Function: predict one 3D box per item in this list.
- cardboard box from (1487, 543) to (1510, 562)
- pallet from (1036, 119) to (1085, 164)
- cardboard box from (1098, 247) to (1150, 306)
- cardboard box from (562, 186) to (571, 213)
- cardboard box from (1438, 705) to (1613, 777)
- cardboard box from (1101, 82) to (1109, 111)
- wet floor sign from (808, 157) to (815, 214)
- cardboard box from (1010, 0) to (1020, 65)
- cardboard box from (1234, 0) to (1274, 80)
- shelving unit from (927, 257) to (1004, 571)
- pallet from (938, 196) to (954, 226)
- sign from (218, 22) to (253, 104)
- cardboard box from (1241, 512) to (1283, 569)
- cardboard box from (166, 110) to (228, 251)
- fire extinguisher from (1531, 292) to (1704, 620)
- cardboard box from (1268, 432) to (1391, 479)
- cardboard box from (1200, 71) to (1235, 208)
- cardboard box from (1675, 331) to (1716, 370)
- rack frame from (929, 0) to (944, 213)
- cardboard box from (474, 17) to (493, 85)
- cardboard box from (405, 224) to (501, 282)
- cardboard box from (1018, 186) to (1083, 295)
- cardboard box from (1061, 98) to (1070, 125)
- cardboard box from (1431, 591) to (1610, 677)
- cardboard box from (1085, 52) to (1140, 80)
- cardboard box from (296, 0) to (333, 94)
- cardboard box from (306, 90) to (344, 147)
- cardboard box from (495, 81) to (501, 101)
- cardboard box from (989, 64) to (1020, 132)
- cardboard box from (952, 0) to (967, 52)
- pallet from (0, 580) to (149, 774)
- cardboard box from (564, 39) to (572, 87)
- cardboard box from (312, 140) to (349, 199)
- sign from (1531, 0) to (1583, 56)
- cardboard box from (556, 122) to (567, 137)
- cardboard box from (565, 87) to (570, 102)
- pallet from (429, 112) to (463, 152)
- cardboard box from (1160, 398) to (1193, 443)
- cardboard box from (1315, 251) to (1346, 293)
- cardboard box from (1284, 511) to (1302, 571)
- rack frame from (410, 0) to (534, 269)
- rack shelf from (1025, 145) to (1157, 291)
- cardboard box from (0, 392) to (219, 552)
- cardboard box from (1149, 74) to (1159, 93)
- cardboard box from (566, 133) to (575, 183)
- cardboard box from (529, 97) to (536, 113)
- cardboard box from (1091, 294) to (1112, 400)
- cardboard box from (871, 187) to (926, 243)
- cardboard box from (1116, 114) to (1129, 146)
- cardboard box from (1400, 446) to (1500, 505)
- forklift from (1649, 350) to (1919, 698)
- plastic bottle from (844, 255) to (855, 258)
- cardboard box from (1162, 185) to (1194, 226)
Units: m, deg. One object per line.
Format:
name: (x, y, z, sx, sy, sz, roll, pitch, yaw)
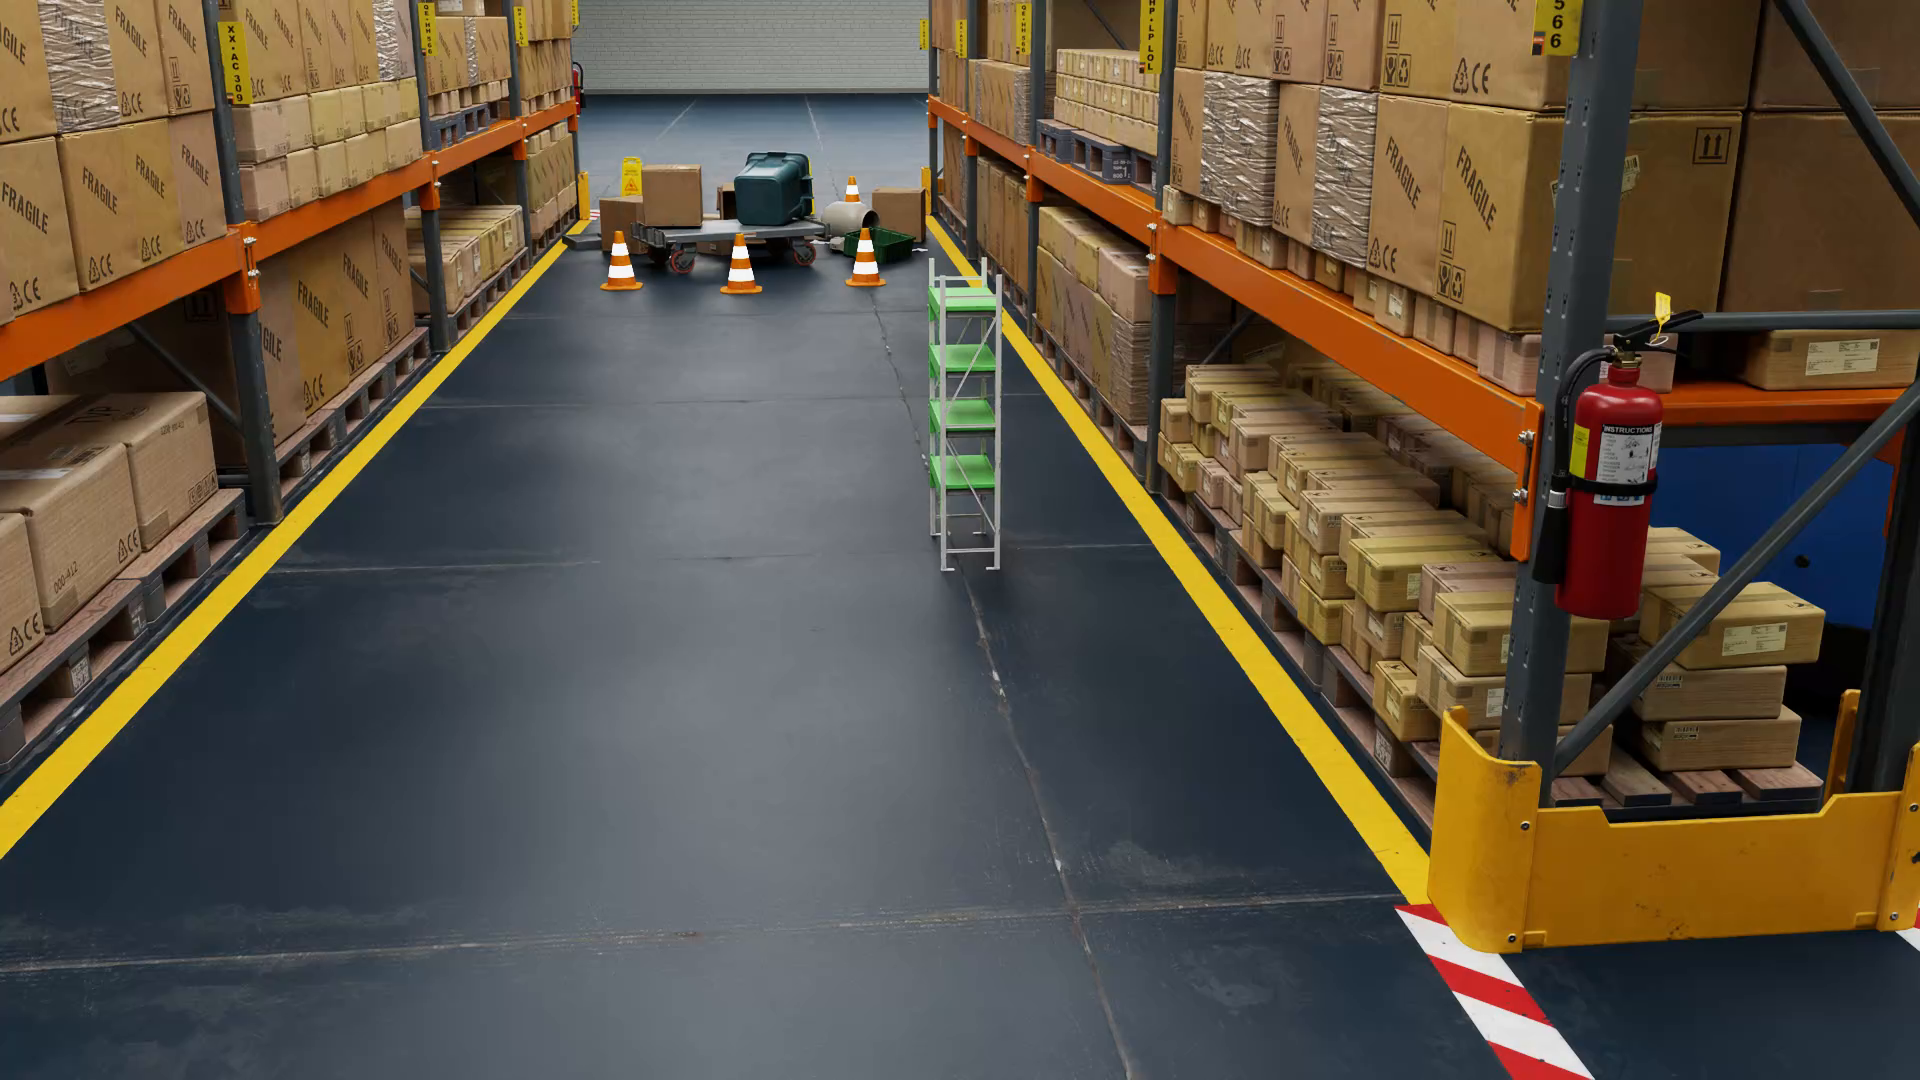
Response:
cardboard box: (1.876, 0.065, 5.524, 0.380, 0.149, 0.250, -3, 18, -8)
pallet: (1.155, -2.562, 10.652, 1.213, 0.211, 1.003, -2, 18, -6)
cardboard box: (1.020, -1.404, 8.863, 0.500, 0.250, 0.500, -1, 17, -3)
cardboard box: (-4.366, -3.565, 17.414, 0.500, 0.250, 0.500, -2, 18, -5)
cardboard box: (1.539, 0.530, 4.540, 0.380, 0.149, 0.250, -1, 17, -5)
cardboard box: (0.991, -2.471, 9.263, 0.380, 0.149, 0.250, -1, 17, -4)
wet floor sign: (-1.822, -4.071, 19.066, 0.267, 0.644, 0.232, -5, 18, -15)
cardboard box: (0.777, -3.978, 13.002, 0.700, 0.500, 0.500, -2, 18, -6)
cardboard box: (1.282, -1.891, 5.860, 0.500, 0.500, 0.500, -1, 17, -5)
shelving unit: (0.017, -0.523, 6.840, 0.258, 1.200, 0.503, -2, 18, -6)
pallet: (0.310, -3.680, 18.547, 1.003, 0.211, 1.213, -2, 18, -6)
sign: (-2.973, -1.957, 6.824, 0.100, 0.325, 0.005, -2, 18, -6)
cardboard box: (1.280, -0.008, 6.252, 0.380, 0.149, 0.250, -2, 18, -7)
cardboard box: (-3.223, -1.406, 6.480, 0.500, 0.500, 0.500, -2, 18, -5)
fire extinguisher: (1.367, -0.175, 3.480, 0.296, 0.674, 0.183, -2, 18, -6)
cardboard box: (1.367, -0.295, 6.173, 0.380, 0.149, 0.250, -3, 18, -8)
cardboard box: (1.246, -1.558, 6.469, 0.500, 0.500, 0.500, -2, 18, -6)
cardboard box: (2.026, -0.541, 4.312, 0.380, 0.149, 0.250, -1, 17, -4)
rack frame: (0.150, -5.246, 18.881, 1.000, 3.000, 0.127, -2, 18, -6)
cardboard box: (-3.975, -3.830, 13.003, 0.500, 0.500, 0.500, -1, 17, -4)
cardboard box: (-4.143, -2.241, 12.993, 0.950, 0.372, 0.625, -1, 17, -4)
cardboard box: (1.002, -2.174, 12.149, 1.050, 0.750, 0.750, -2, 18, -6)
cardboard box: (0.848, -2.724, 10.564, 0.380, 0.149, 0.250, -1, 17, -3)
cardboard box: (1.494, 0.247, 4.449, 0.380, 0.149, 0.250, -2, 17, -5)
cardboard box: (0.938, -2.771, 9.721, 0.380, 0.149, 0.250, -1, 17, -3)
cardboard box: (-3.414, -2.453, 8.147, 0.500, 0.500, 0.500, -2, 18, -7)
cardboard box: (-3.398, -2.101, 8.276, 0.500, 0.250, 0.500, -2, 17, -5)
cardboard box: (-3.951, -3.653, 13.522, 0.380, 0.149, 0.250, -2, 18, -7)
cardboard box: (0.503, -3.487, 13.109, 0.500, 0.500, 0.500, -2, 17, -5)
cardboard box: (0.387, -4.913, 15.764, 0.875, 0.550, 0.550, -2, 18, -6)
pallet: (-3.396, 0.435, 5.438, 1.003, 0.211, 1.213, -2, 18, -6)
cardboard box: (-4.433, -5.100, 17.750, 0.500, 0.500, 0.500, -2, 18, -7)
cardboard box: (-3.400, -1.863, 8.355, 0.500, 0.250, 0.500, -2, 18, -6)
sign: (1.246, -1.172, 3.440, 0.100, 0.325, 0.005, -2, 18, -6)
cardboard box: (-4.316, -4.281, 17.361, 0.380, 0.149, 0.250, -1, 17, -4)
cardboard box: (-4.375, -4.767, 17.772, 0.380, 0.149, 0.250, -2, 18, -6)
pallet: (-4.117, -2.797, 11.400, 1.213, 0.211, 1.003, -2, 18, -6)
cardboard box: (1.107, -0.535, 7.437, 0.380, 0.149, 0.250, -1, 17, -3)
cardboard box: (1.397, -0.913, 5.497, 0.380, 0.149, 0.250, -1, 17, -5)
cardboard box: (1.333, 0.004, 5.717, 0.380, 0.149, 0.250, -1, 17, -3)
rack frame: (-4.350, -3.872, 14.502, 1.000, 3.000, 0.127, -2, 18, -6)
rack shelf: (1.182, -1.924, 9.498, 1.077, 0.370, 4.000, -2, 18, -6)
cardboard box: (-3.567, -0.276, 6.624, 0.875, 0.438, 0.875, -2, 18, -6)
cardboard box: (1.124, -2.229, 7.995, 0.380, 0.149, 0.250, -2, 18, -7)
cardboard box: (-4.421, -4.079, 17.800, 0.500, 0.500, 0.500, -2, 18, -5)
cardboard box: (-4.190, -4.082, 15.592, 0.380, 0.149, 0.250, -1, 17, -4)
cardboard box: (1.008, -1.045, 8.969, 0.500, 0.500, 0.500, -2, 18, -7)
cardboard box: (-0.618, -3.294, 16.831, 0.500, 0.500, 0.500, 1, 17, 4)
cardboard box: (1.039, -2.173, 8.809, 0.380, 0.149, 0.250, -3, 18, -8)
cardboard box: (1.808, -0.234, 5.978, 0.380, 0.149, 0.250, -2, 18, -6)
forklift: (3.482, -1.236, 6.221, 1.130, 2.935, 3.031, 12, 21, 33)
plastic bottle: (-0.967, -2.688, 15.638, 0.133, 0.061, 0.283, -12, 21, -34)
cardboard box: (1.092, -1.457, 7.229, 0.380, 0.149, 0.250, -1, 17, -4)
